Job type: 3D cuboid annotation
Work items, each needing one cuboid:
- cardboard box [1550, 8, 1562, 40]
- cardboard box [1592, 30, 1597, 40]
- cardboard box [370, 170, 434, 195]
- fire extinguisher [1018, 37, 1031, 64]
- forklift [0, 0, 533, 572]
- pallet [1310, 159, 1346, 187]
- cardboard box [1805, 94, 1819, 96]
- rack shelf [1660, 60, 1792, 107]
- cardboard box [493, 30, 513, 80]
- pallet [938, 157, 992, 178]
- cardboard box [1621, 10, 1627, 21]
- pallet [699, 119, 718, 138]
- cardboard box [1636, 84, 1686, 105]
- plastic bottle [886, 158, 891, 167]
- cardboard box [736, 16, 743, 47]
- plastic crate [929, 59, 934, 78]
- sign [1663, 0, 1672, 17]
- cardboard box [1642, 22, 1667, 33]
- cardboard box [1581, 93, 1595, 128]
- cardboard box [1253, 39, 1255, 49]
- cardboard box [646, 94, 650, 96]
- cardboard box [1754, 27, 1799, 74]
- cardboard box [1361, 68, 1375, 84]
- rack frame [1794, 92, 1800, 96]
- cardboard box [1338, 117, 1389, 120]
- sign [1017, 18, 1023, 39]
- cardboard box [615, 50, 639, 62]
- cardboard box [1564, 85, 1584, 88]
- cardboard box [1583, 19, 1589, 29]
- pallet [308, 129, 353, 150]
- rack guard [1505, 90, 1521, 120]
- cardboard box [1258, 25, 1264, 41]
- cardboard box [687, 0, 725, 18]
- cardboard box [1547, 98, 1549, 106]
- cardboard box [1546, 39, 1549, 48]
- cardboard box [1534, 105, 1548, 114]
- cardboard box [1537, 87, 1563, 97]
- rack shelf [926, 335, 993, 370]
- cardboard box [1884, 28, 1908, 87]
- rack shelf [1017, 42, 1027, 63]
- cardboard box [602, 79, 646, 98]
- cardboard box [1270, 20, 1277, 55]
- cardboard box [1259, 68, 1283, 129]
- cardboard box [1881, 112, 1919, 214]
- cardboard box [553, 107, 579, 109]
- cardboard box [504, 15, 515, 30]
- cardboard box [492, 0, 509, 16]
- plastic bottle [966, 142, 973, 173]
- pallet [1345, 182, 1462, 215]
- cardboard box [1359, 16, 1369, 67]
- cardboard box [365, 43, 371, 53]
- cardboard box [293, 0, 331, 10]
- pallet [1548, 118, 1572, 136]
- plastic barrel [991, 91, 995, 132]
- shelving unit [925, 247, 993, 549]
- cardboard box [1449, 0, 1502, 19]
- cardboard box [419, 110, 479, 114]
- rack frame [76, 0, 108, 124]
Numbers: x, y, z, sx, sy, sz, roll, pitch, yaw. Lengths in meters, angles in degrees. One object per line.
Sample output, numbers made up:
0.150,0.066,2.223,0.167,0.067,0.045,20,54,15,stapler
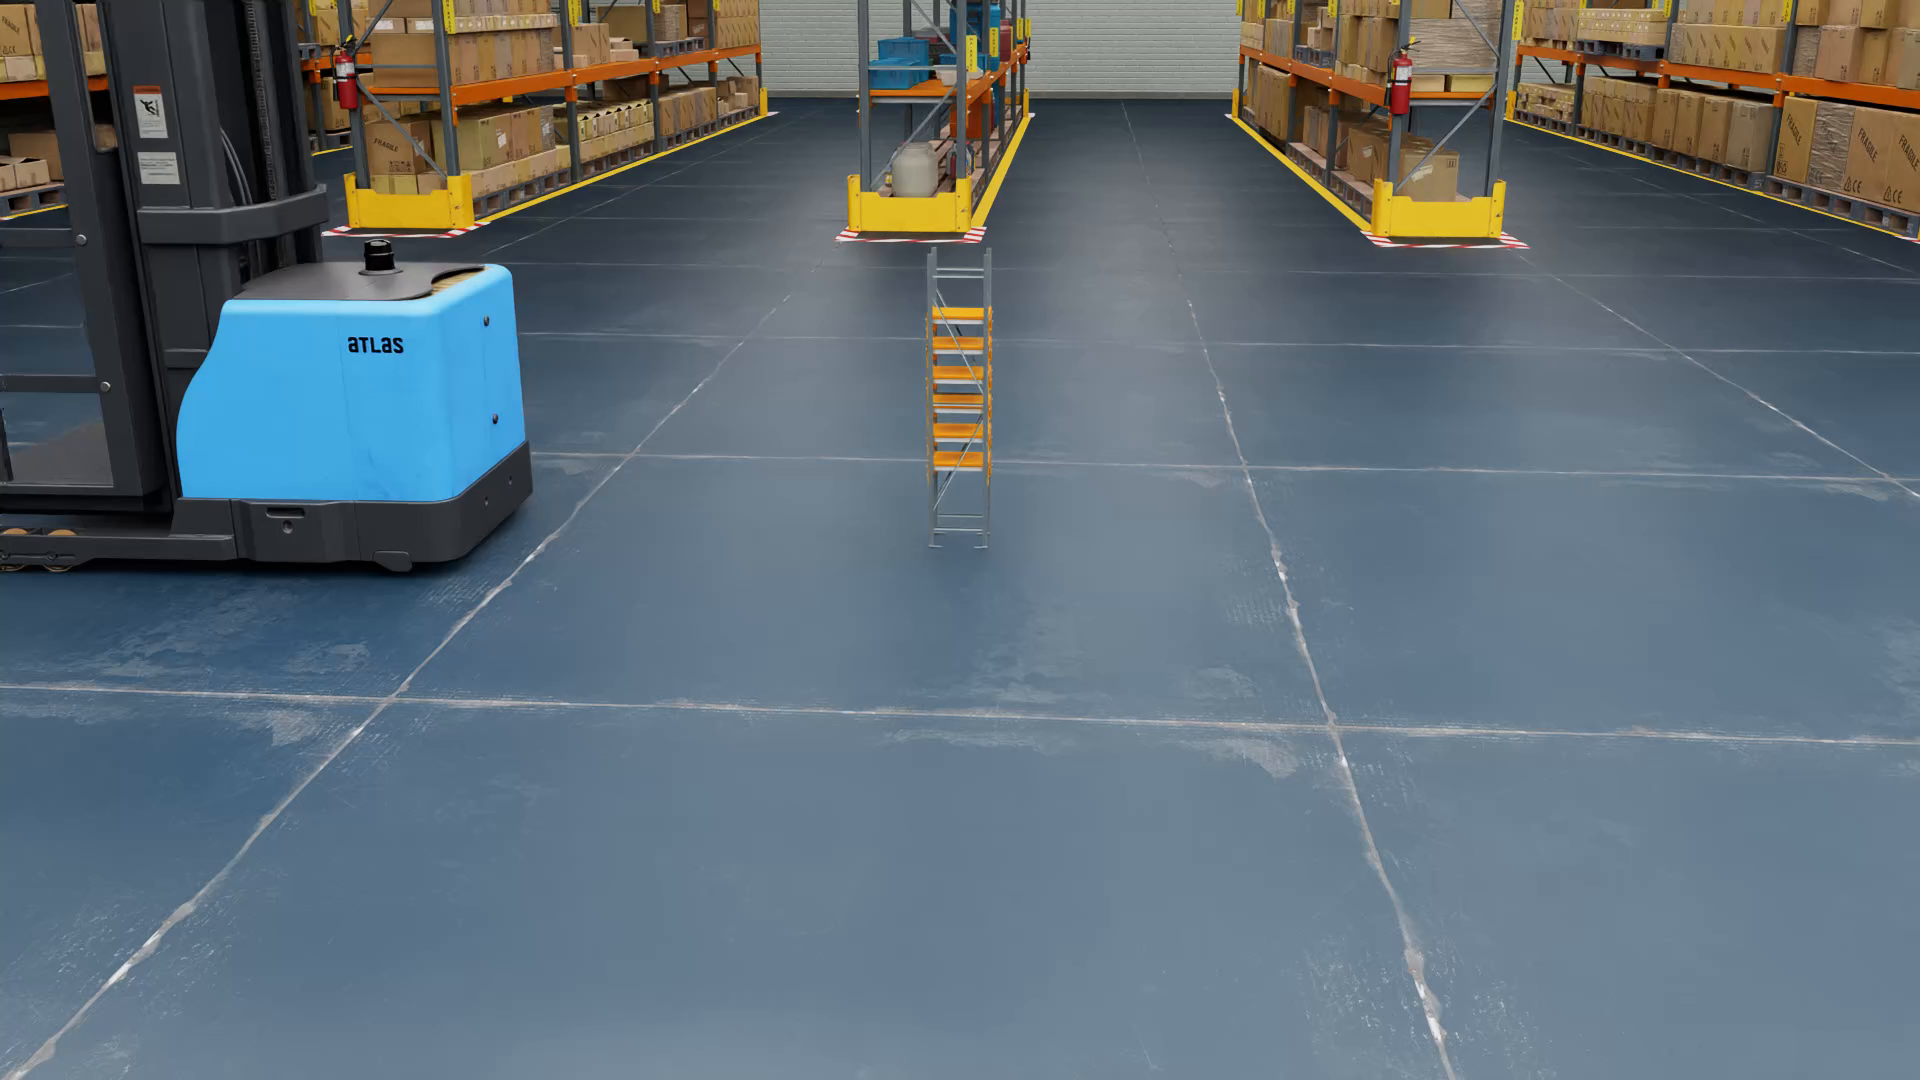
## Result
10.127,-8.546,27.548,0.500,0.500,0.500,1,18,4,cardboard box
9.757,-7.611,25.063,0.380,0.149,0.250,1,18,4,cardboard box
-5.639,-3.588,16.798,0.500,0.250,0.500,1,18,4,cardboard box
1.169,-9.202,30.913,0.296,0.674,0.183,1,18,4,fire extinguisher
-3.420,-1.428,6.575,3.031,2.935,1.130,1,18,3,forklift
4.839,-4.459,20.192,1.003,0.211,1.213,1,18,4,pallet
15.582,-7.823,29.420,0.875,0.438,0.875,1,18,2,cardboard box
9.868,-5.679,20.594,1.077,0.370,4.000,1,18,4,rack shelf
-5.228,-5.195,17.800,0.700,0.500,0.500,2,18,6,cardboard box
-0.138,-4.572,20.538,1.003,0.211,1.213,1,18,4,pallet
9.667,-7.485,23.722,0.380,0.149,0.250,1,18,4,cardboard box
-4.543,-6.670,26.942,1.003,0.211,1.213,1,18,4,pallet
9.799,-6.229,23.251,0.500,0.250,0.500,1,18,3,cardboard box
-0.757,-3.946,17.803,0.061,0.283,0.133,2,18,5,plastic bottle
-4.107,-8.921,29.172,0.500,0.500,0.500,1,18,3,cardboard box
-0.534,-5.137,18.123,0.450,0.188,0.662,1,18,4,plastic crate
9.470,-7.164,22.237,0.100,0.325,0.005,1,18,4,sign
9.593,-7.028,22.804,0.380,0.149,0.250,2,18,5,cardboard box
9.981,-6.673,25.810,0.500,0.500,0.500,2,18,6,cardboard box
5.127,-8.329,27.928,0.380,0.149,0.250,2,18,5,cardboard box
-4.938,-6.484,25.203,0.500,0.500,0.500,1,18,2,cardboard box
9.496,-5.616,19.083,0.500,0.500,0.500,1,18,4,cardboard box
4.316,-4.742,16.981,0.380,0.149,0.250,1,18,4,cardboard box
15.530,-9.048,29.719,1.000,3.000,0.127,1,18,4,rack frame
4.903,-4.901,20.372,0.700,0.500,0.500,1,18,4,cardboard box
0.967,-8.256,26.858,0.100,0.325,0.005,1,18,4,sign
-4.598,-6.602,22.657,0.380,0.149,0.250,1,18,4,cardboard box
10.751,-7.845,28.997,0.380,0.149,0.250,1,18,2,cardboard box
9.795,-7.914,25.508,0.380,0.149,0.250,1,18,3,cardboard box
-9.618,-6.034,25.000,1.003,0.211,1.213,1,18,4,pallet
10.580,-7.916,30.277,1.175,0.500,0.348,1,18,4,rack guard
5.128,-8.240,27.016,0.500,0.250,0.500,1,18,3,cardboard box
-4.208,-8.912,27.537,0.500,0.500,0.500,2,18,5,cardboard box
10.228,-7.464,28.310,0.380,0.149,0.250,2,18,7,cardboard box
10.174,-8.429,28.232,0.380,0.149,0.250,2,18,6,cardboard box
10.125,-7.422,28.661,0.380,0.149,0.250,0,18,1,cardboard box
10.134,-7.690,28.524,0.380,0.149,0.250,2,18,5,cardboard box
-0.001,-0.752,6.662,0.258,0.103,0.180,1,18,4,rack shelf
9.603,-4.688,16.171,0.875,0.550,0.550,1,18,4,cardboard box
0.562,-8.417,28.948,1.077,0.370,4.000,1,18,4,rack shelf
-4.976,-6.698,24.650,0.500,0.250,0.500,2,18,6,cardboard box
5.005,-7.625,25.217,0.500,0.500,0.500,1,18,3,cardboard box
5.269,-6.740,25.413,1.225,0.875,0.875,1,18,2,cardboard box
9.421,-3.560,15.707,0.875,0.875,0.875,1,18,4,cardboard box
-5.244,-5.529,21.819,0.500,0.311,0.500,1,18,3,cardboard box
-5.010,-5.554,17.854,0.380,0.149,0.250,2,18,6,cardboard box
-5.229,-5.823,17.632,0.700,0.500,0.500,1,18,4,cardboard box
0.072,-4.337,18.889,0.144,0.351,0.185,0,18,1,plastic bottle
4.687,-3.628,17.655,1.003,0.211,1.213,1,18,4,pallet
4.608,-5.126,17.112,0.875,0.500,0.500,1,18,4,cardboard box
-9.370,-7.662,25.859,0.380,0.149,0.250,2,18,6,cardboard box
-9.458,-7.815,24.082,0.500,0.250,0.500,2,18,5,cardboard box
10.311,-6.769,27.242,1.003,0.211,1.213,1,18,4,pallet
0.231,-6.452,24.994,0.600,0.588,0.708,1,18,4,plastic barrel
-0.001,-0.566,6.722,0.258,1.200,0.189,1,18,4,shelving unit
4.809,-5.129,15.514,0.500,0.500,0.500,1,18,4,cardboard box
-5.546,-4.411,18.104,0.500,0.500,0.500,1,18,4,cardboard box
-10.037,-5.874,20.032,1.000,3.000,0.127,1,18,4,rack frame
